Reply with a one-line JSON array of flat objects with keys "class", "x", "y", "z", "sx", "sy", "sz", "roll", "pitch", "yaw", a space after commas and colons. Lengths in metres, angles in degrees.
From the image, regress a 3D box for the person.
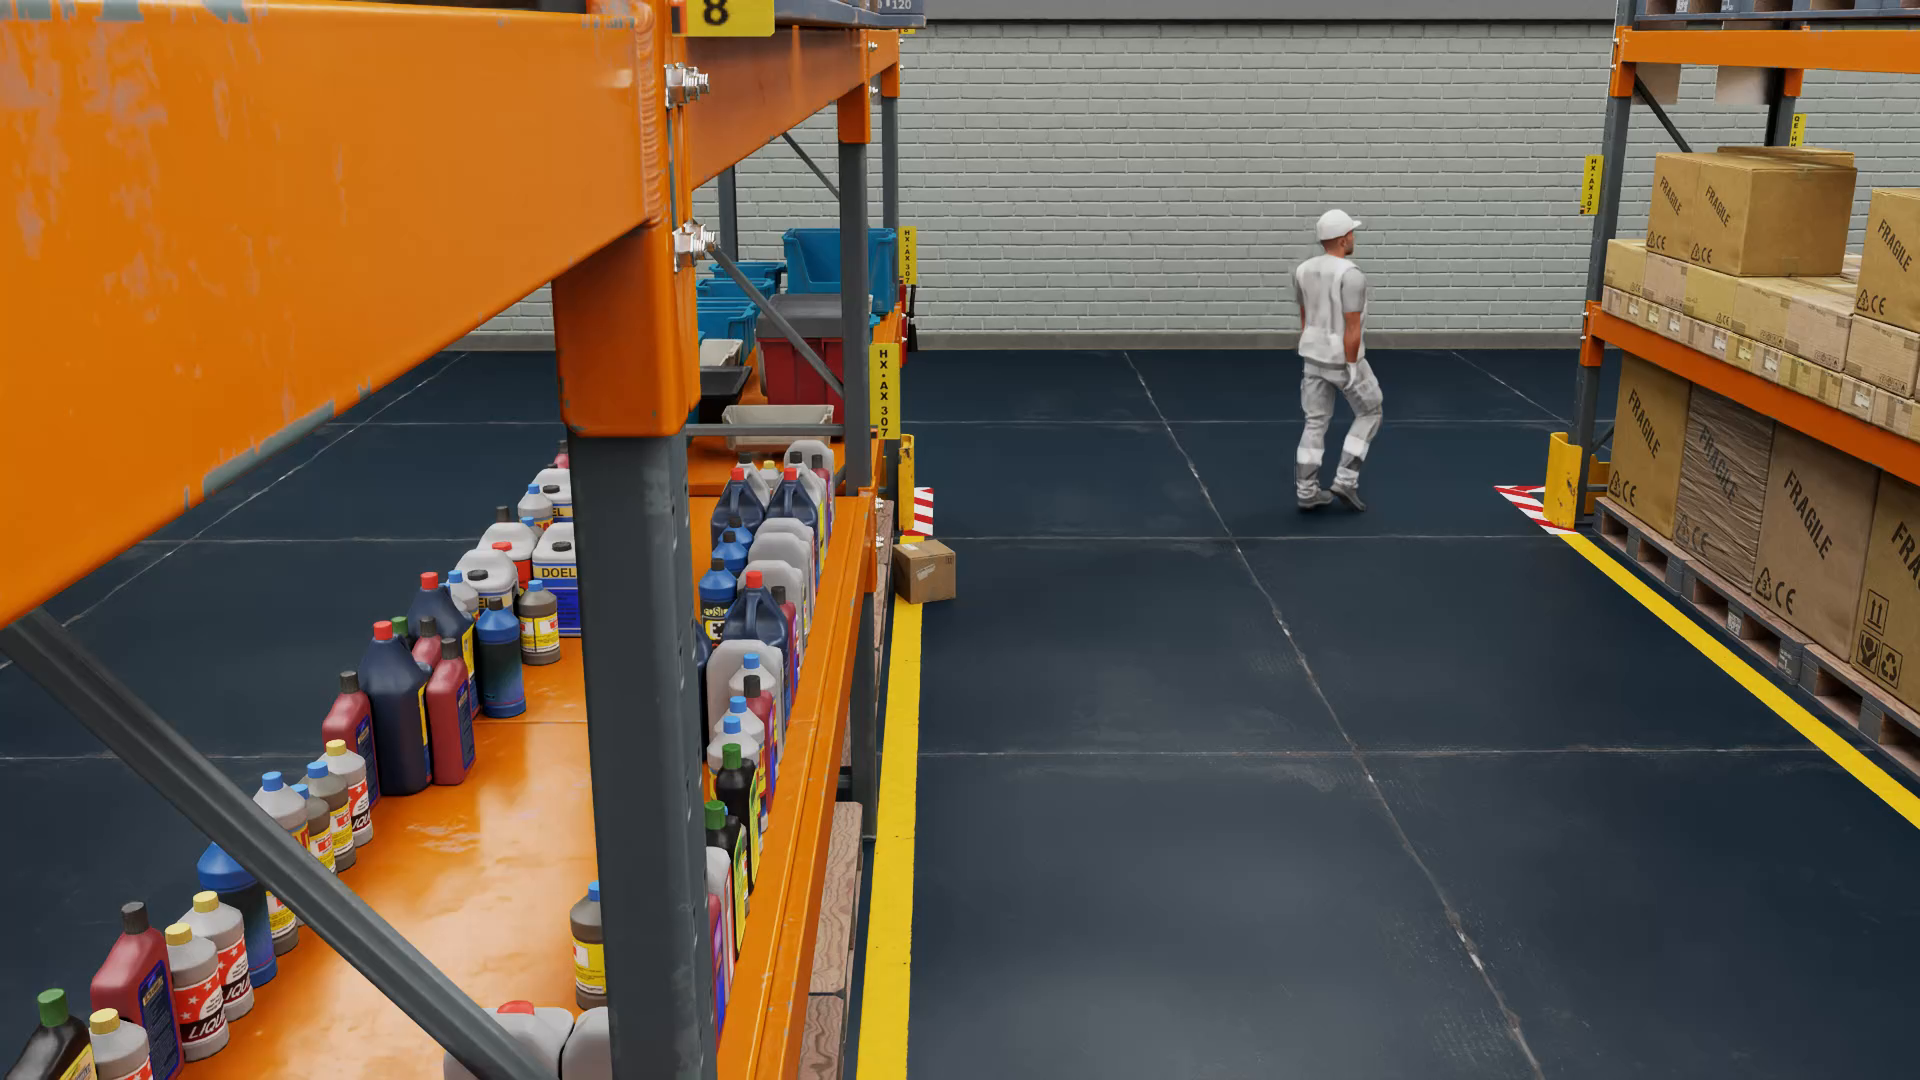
[{"class": "person", "x": 2.255, "y": -1.062, "z": 9.943, "sx": 0.468, "sy": 1.813, "sz": 0.531, "roll": -13, "pitch": 21, "yaw": -36}]
